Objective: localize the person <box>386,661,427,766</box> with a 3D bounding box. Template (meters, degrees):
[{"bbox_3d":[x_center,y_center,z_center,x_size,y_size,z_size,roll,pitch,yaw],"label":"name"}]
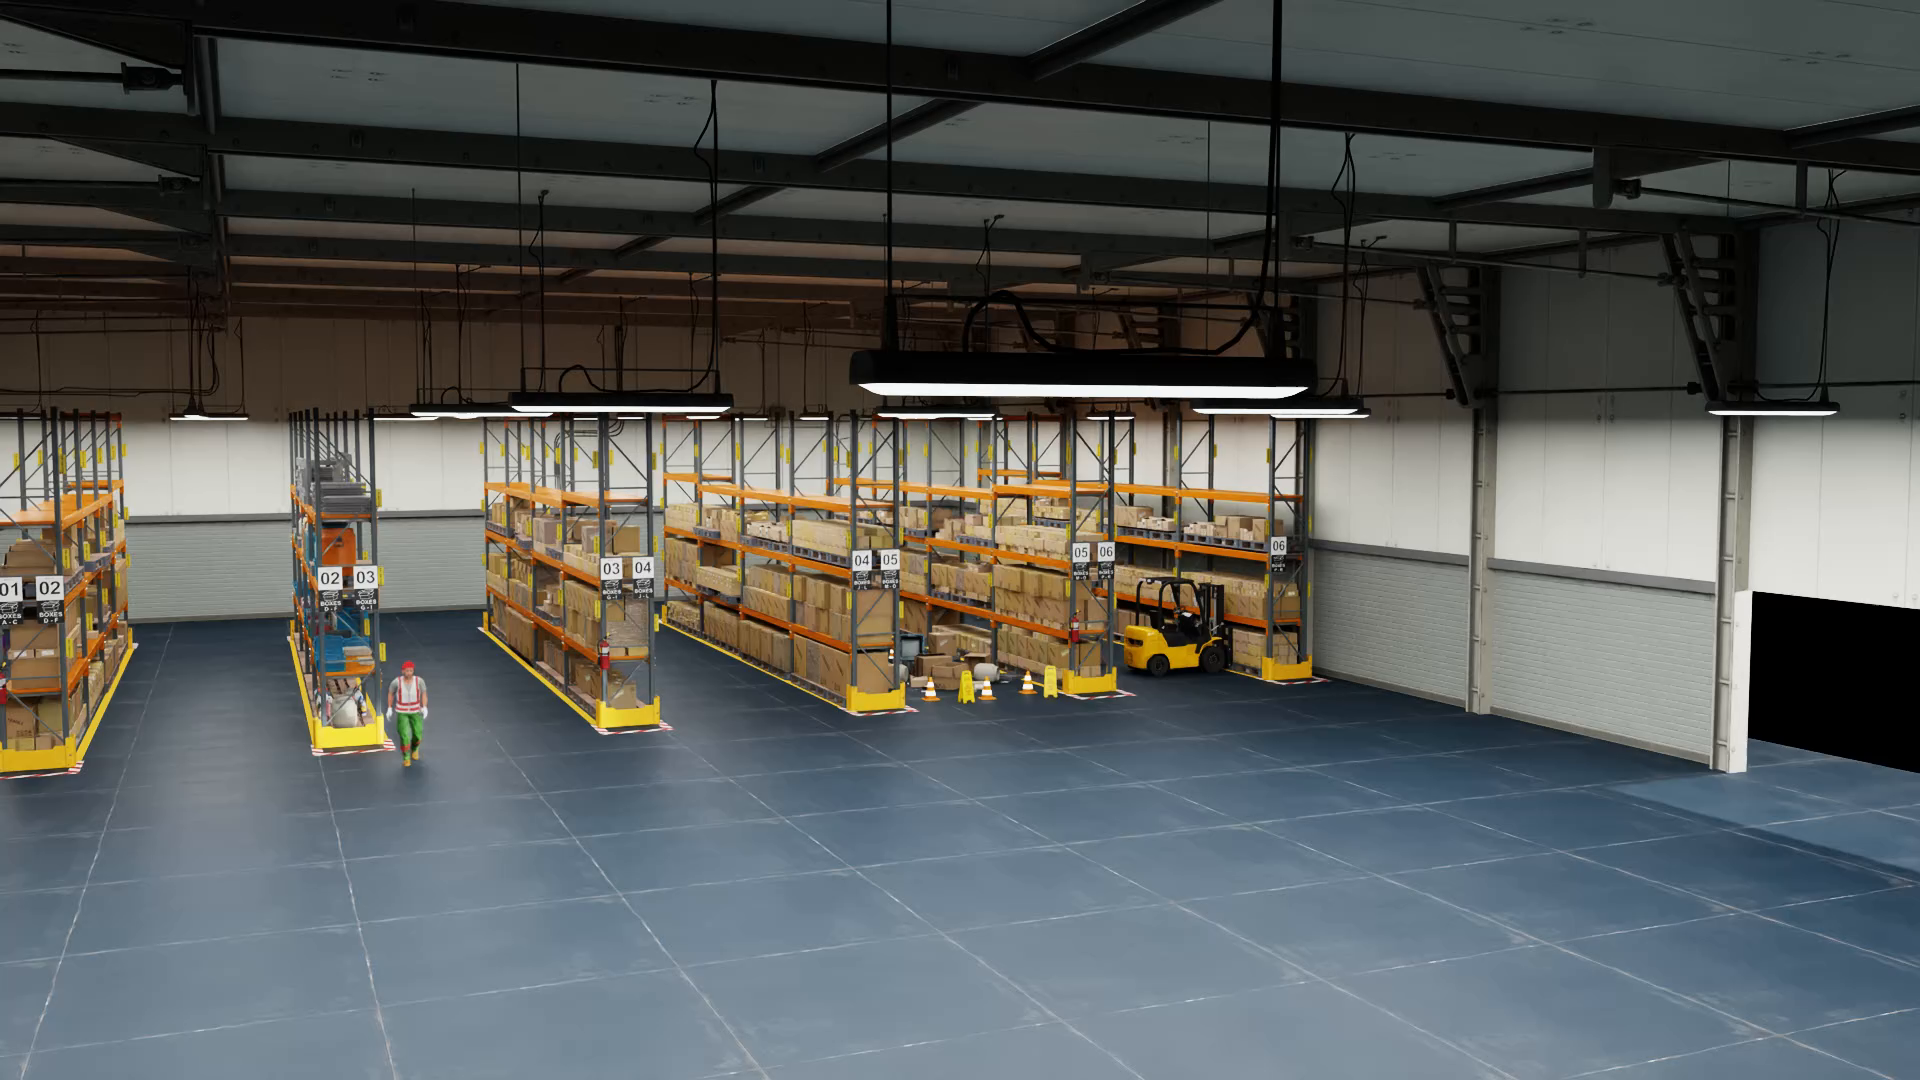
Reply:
[{"bbox_3d":[-9.332,2.895,28.019,0.648,1.762,0.671,-2,4,-26],"label":"person"}]

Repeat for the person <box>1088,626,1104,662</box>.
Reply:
[{"bbox_3d":[3.290,2.152,39.927,0.542,1.562,0.745,-2,4,-25],"label":"person"}]

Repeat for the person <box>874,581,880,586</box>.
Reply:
[{"bbox_3d":[-2.206,1.877,43.134,0.523,1.652,0.444,-2,5,-31],"label":"person"}]

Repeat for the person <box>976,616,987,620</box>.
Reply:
[{"bbox_3d":[0.604,1.497,48.697,0.420,1.686,0.537,1,4,18],"label":"person"}]

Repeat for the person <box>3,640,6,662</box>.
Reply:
[{"bbox_3d":[-19.774,2.492,33.804,0.659,1.744,0.657,-3,5,-33],"label":"person"}]
